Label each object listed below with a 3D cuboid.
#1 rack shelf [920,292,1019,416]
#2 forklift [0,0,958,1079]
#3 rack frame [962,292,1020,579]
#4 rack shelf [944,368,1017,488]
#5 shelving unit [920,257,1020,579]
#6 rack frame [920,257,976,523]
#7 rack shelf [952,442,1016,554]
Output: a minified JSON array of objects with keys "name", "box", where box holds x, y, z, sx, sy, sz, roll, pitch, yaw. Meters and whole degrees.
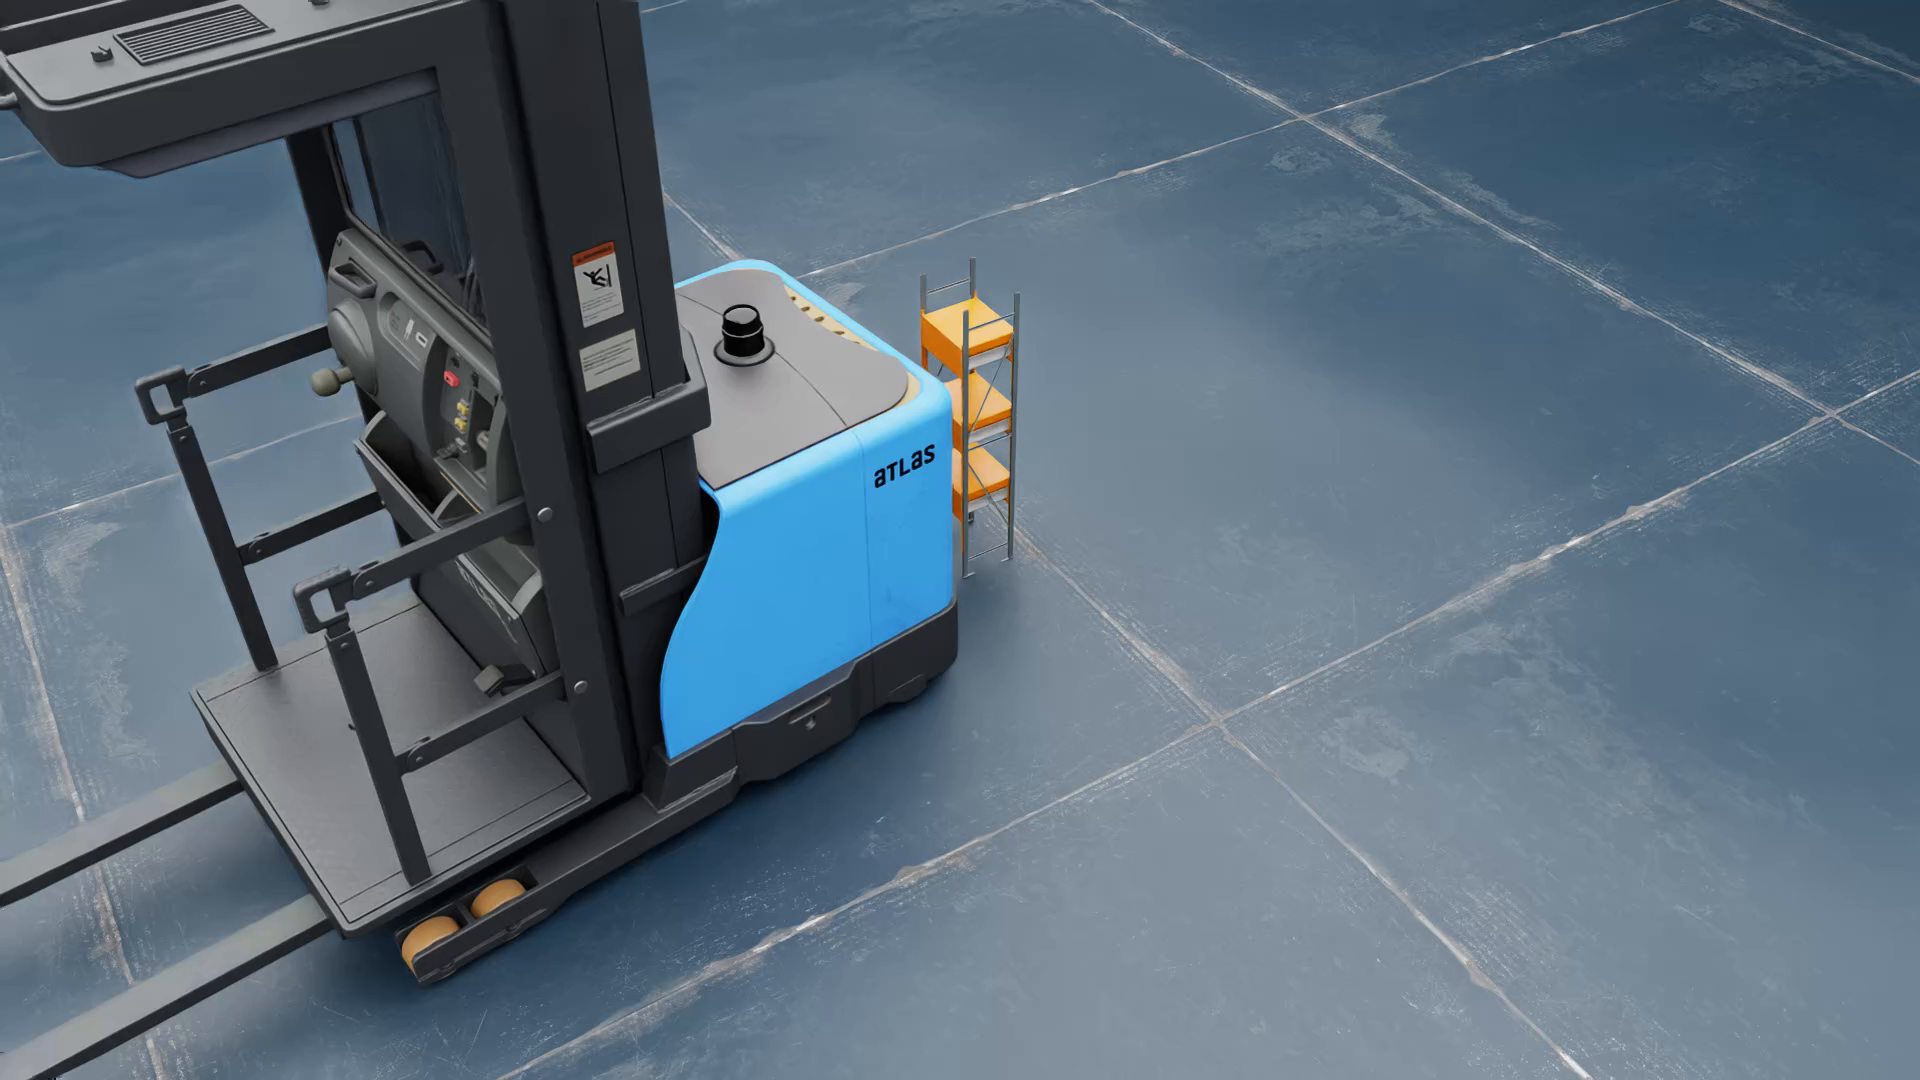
[{"name":"rack shelf","box":[0.029,-0.584,5.204,0.215,0.259,0.240,-22,45,-24]},{"name":"forklift","box":[-1.467,-0.356,3.888,3.031,2.935,1.130,-28,47,-29]},{"name":"rack frame","box":[0.094,-0.309,5.300,0.200,1.050,0.008,-22,45,-24]},{"name":"rack shelf","box":[0.029,-0.366,5.386,0.215,0.259,0.240,-22,45,-24]},{"name":"shelving unit","box":[0.029,-0.374,5.379,0.215,1.050,0.252,-22,45,-24]},{"name":"rack frame","box":[-0.037,-0.440,5.458,0.200,1.050,0.008,-22,45,-24]},{"name":"rack shelf","box":[0.029,-0.153,5.564,0.215,0.259,0.240,-22,45,-24]}]
